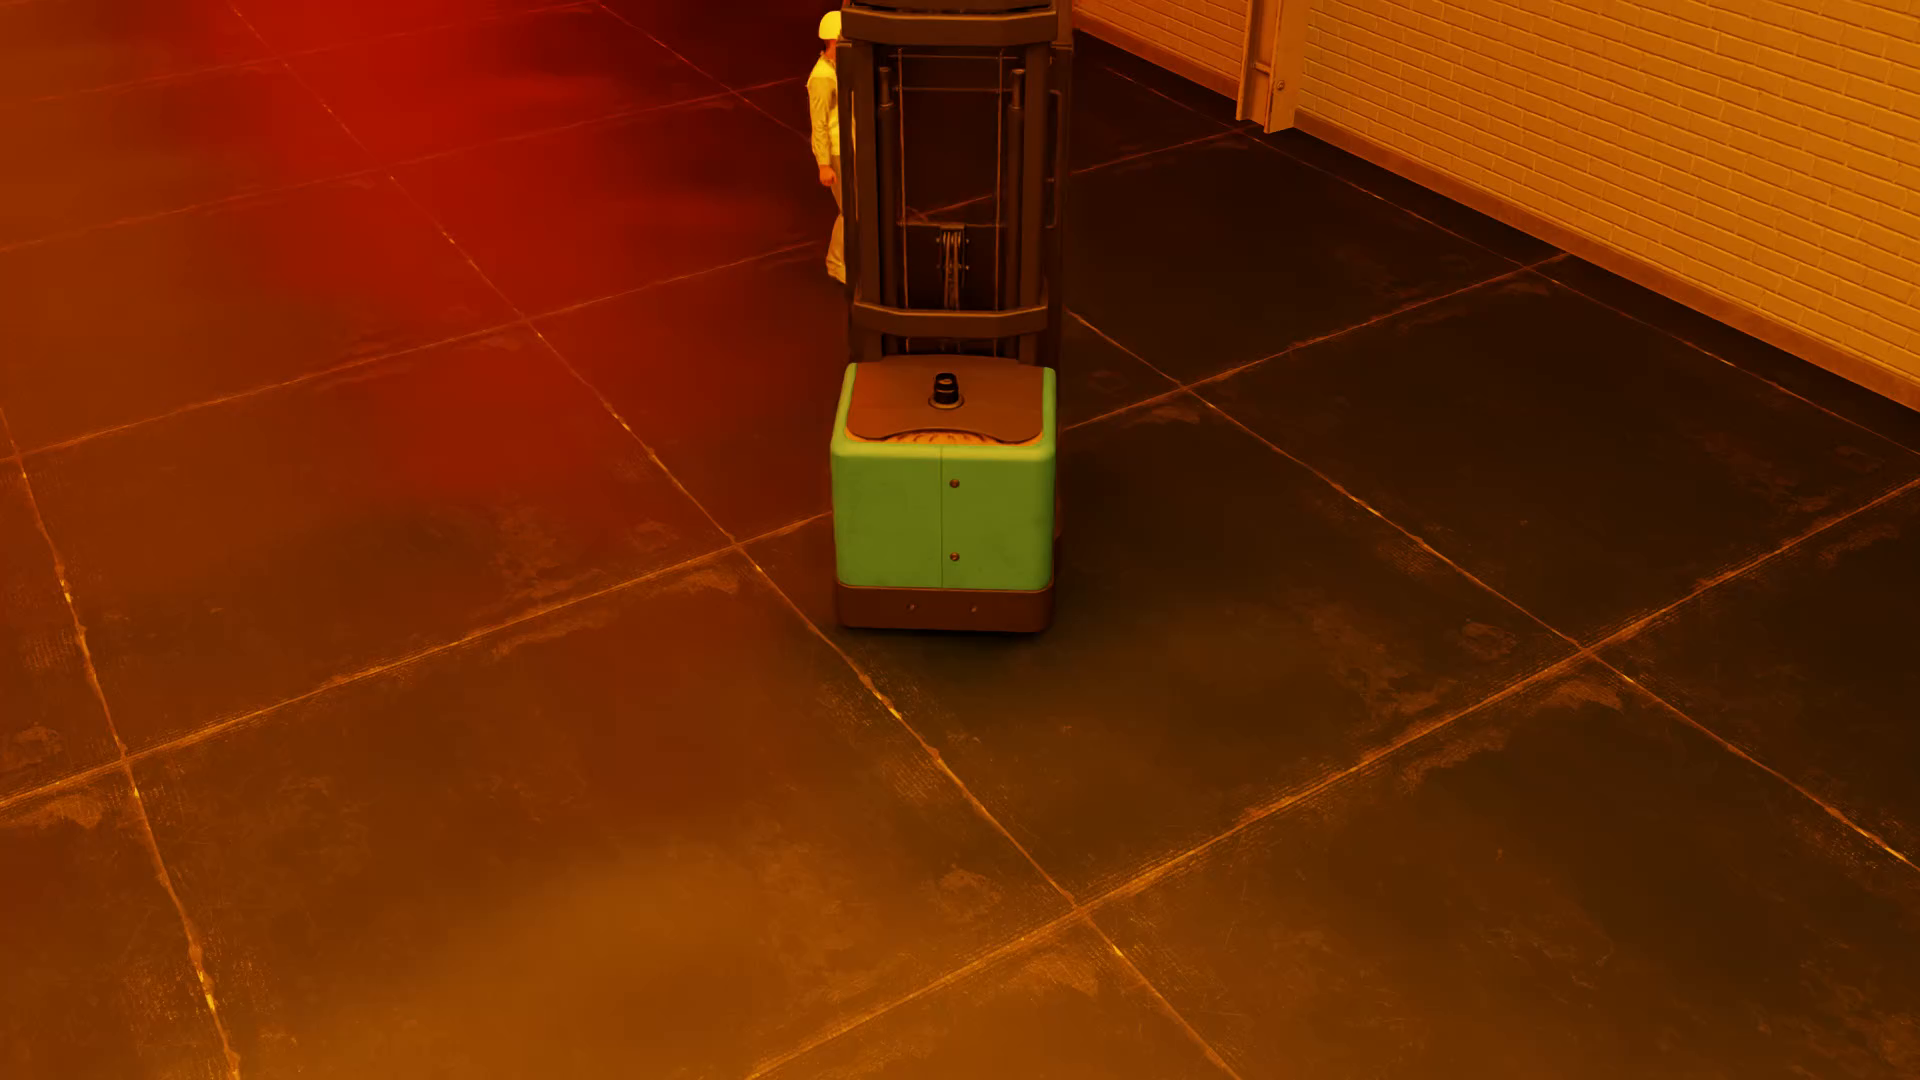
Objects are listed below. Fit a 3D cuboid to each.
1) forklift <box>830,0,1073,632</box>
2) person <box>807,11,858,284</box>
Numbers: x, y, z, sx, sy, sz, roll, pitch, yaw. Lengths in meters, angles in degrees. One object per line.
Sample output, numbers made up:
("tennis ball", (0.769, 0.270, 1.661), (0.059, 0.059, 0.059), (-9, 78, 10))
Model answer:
("forklift", (-0.015, -1.579, 8.395), (1.130, 2.935, 3.031), (1, 35, 2))
("person", (-0.749, -2.574, 10.845), (0.396, 1.749, 0.706), (9, 36, 13))
